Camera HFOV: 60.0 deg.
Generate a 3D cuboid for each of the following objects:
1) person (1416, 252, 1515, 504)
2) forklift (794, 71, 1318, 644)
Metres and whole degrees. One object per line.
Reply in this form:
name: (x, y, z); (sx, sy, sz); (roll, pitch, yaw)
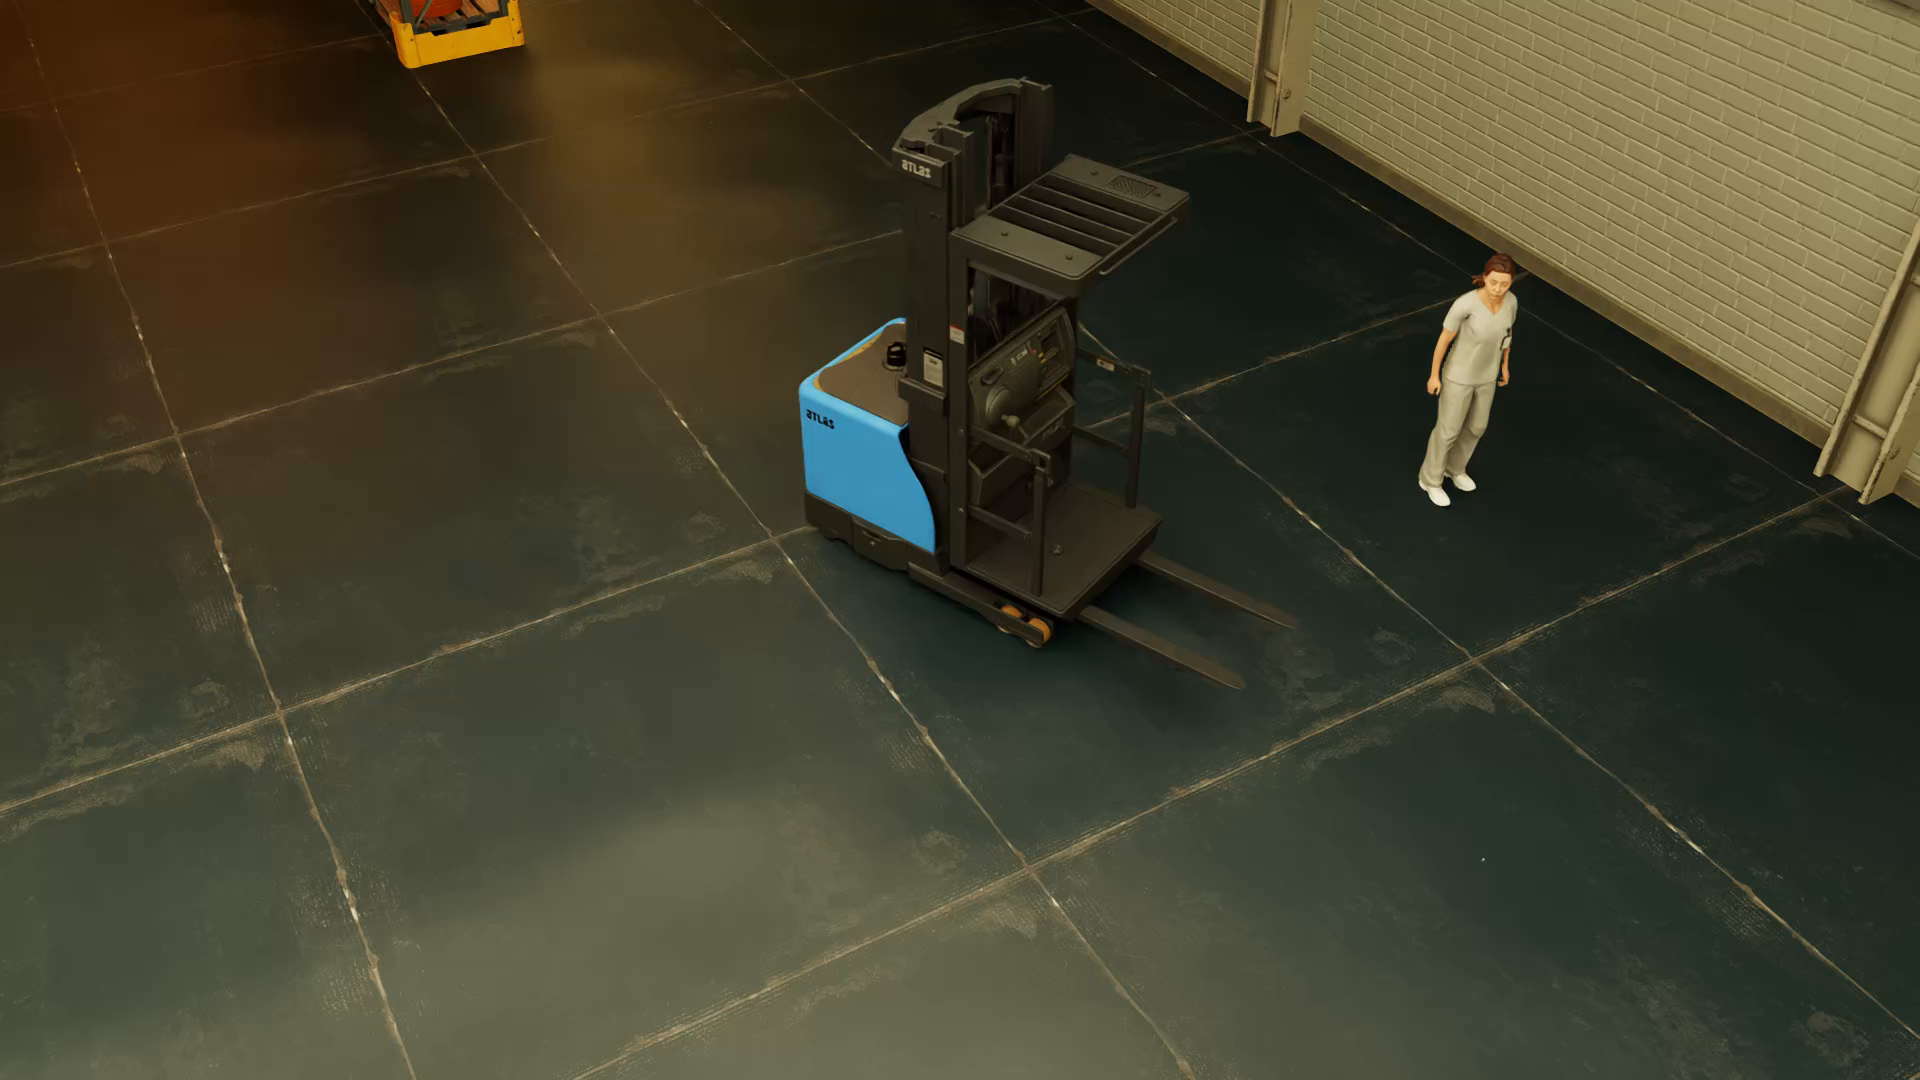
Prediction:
person: (3.143, -1.002, 10.231); (0.491, 1.673, 0.388); (-13, 41, -15)
forklift: (0.585, -0.973, 9.209); (3.031, 2.935, 1.130); (16, 42, 19)
